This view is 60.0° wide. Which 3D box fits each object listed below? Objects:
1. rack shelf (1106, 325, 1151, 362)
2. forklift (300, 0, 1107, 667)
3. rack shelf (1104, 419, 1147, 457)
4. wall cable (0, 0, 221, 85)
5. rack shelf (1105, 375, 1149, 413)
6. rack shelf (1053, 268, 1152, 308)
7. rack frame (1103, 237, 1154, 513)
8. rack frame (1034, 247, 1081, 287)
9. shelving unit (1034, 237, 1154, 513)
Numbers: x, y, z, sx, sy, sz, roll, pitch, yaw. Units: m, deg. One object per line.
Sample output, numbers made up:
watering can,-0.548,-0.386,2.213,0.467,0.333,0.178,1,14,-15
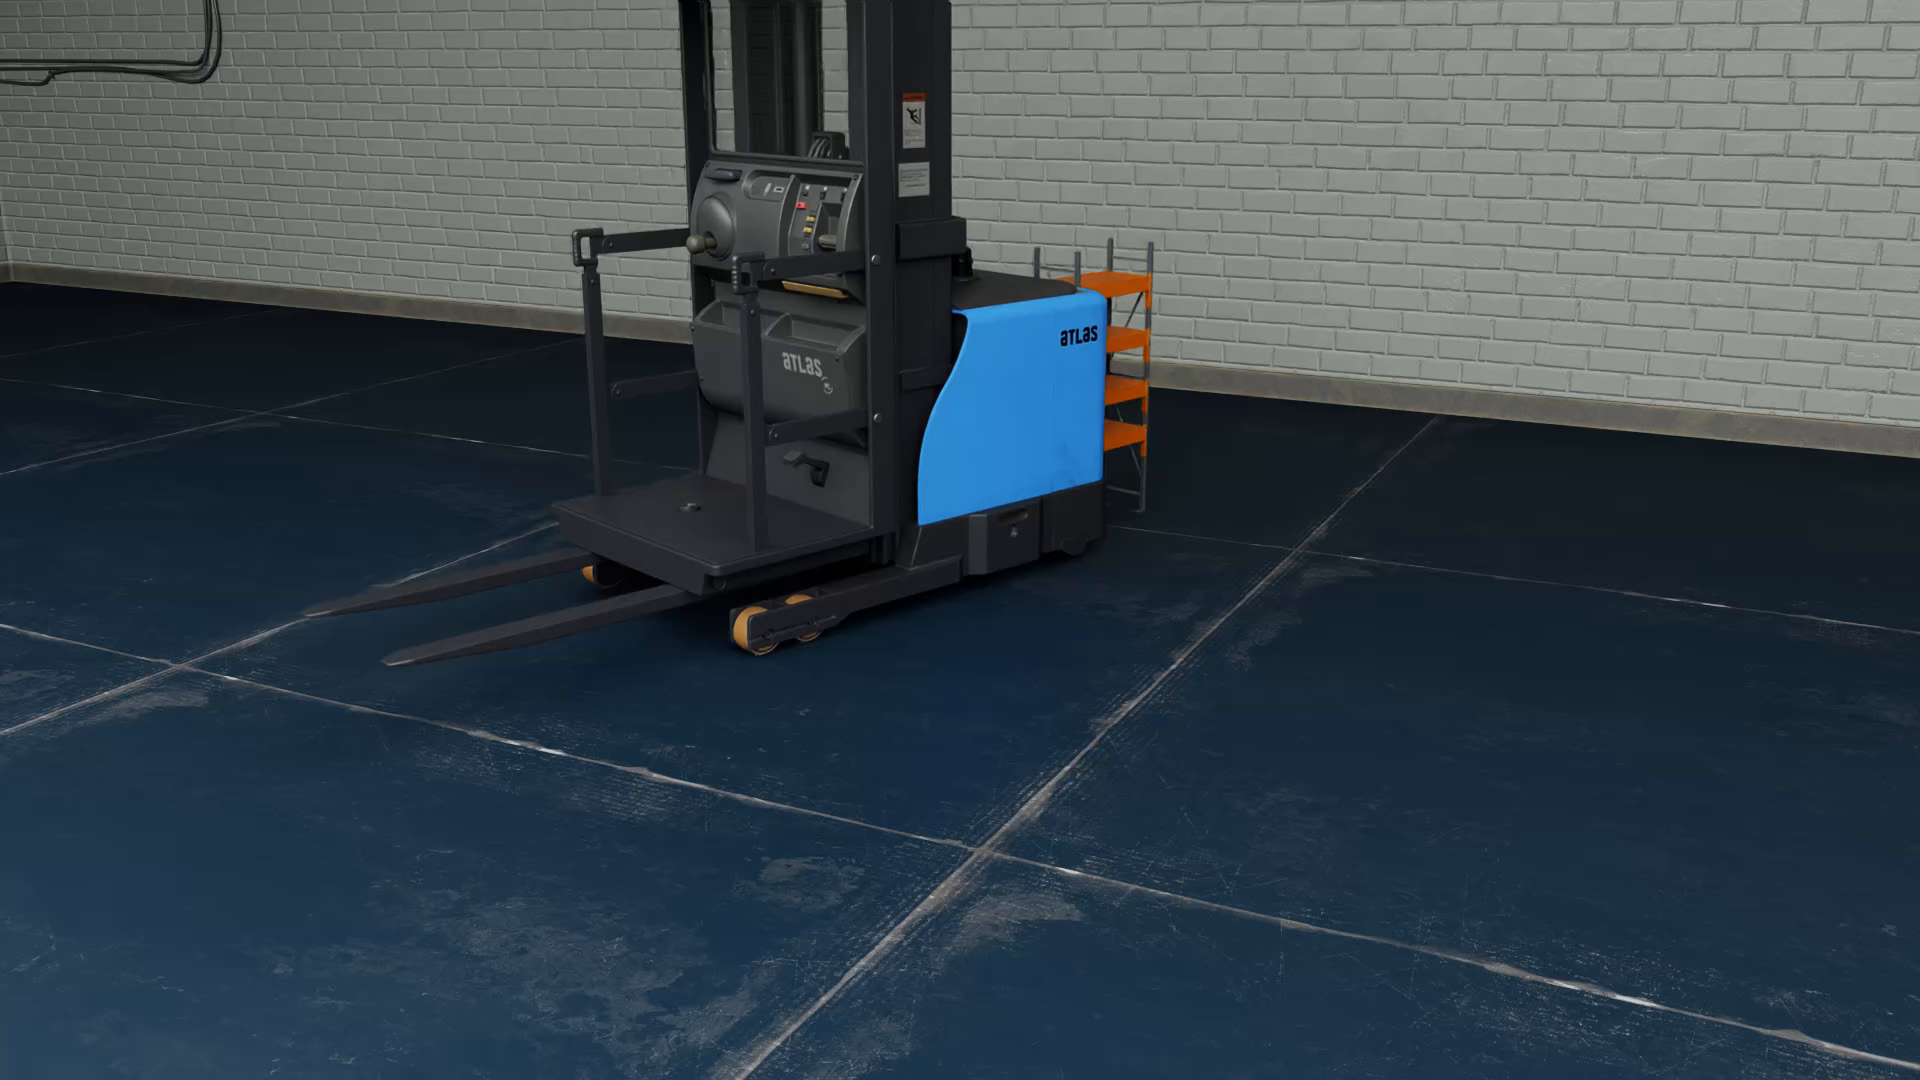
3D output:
rack shelf,0.567,-0.819,7.126,0.258,0.148,0.480,15,22,41
forklift,-0.824,-1.178,5.842,3.031,2.935,1.130,-15,22,-41
rack shelf,0.567,-0.415,7.247,0.258,0.148,0.480,15,22,41
wall cable,-7.126,-4.933,13.281,3.097,2.526,0.112,8,18,25
rack shelf,0.567,-0.605,7.190,0.258,0.148,0.480,15,22,41
rack shelf,0.567,-1.046,7.059,0.258,0.148,0.480,15,22,41
rack frame,0.735,-0.720,7.341,0.240,1.200,0.015,15,22,41
rack frame,0.400,-0.619,7.001,0.240,1.200,0.015,15,22,41
shelving unit,0.567,-0.669,7.171,0.258,1.200,0.503,15,22,41
